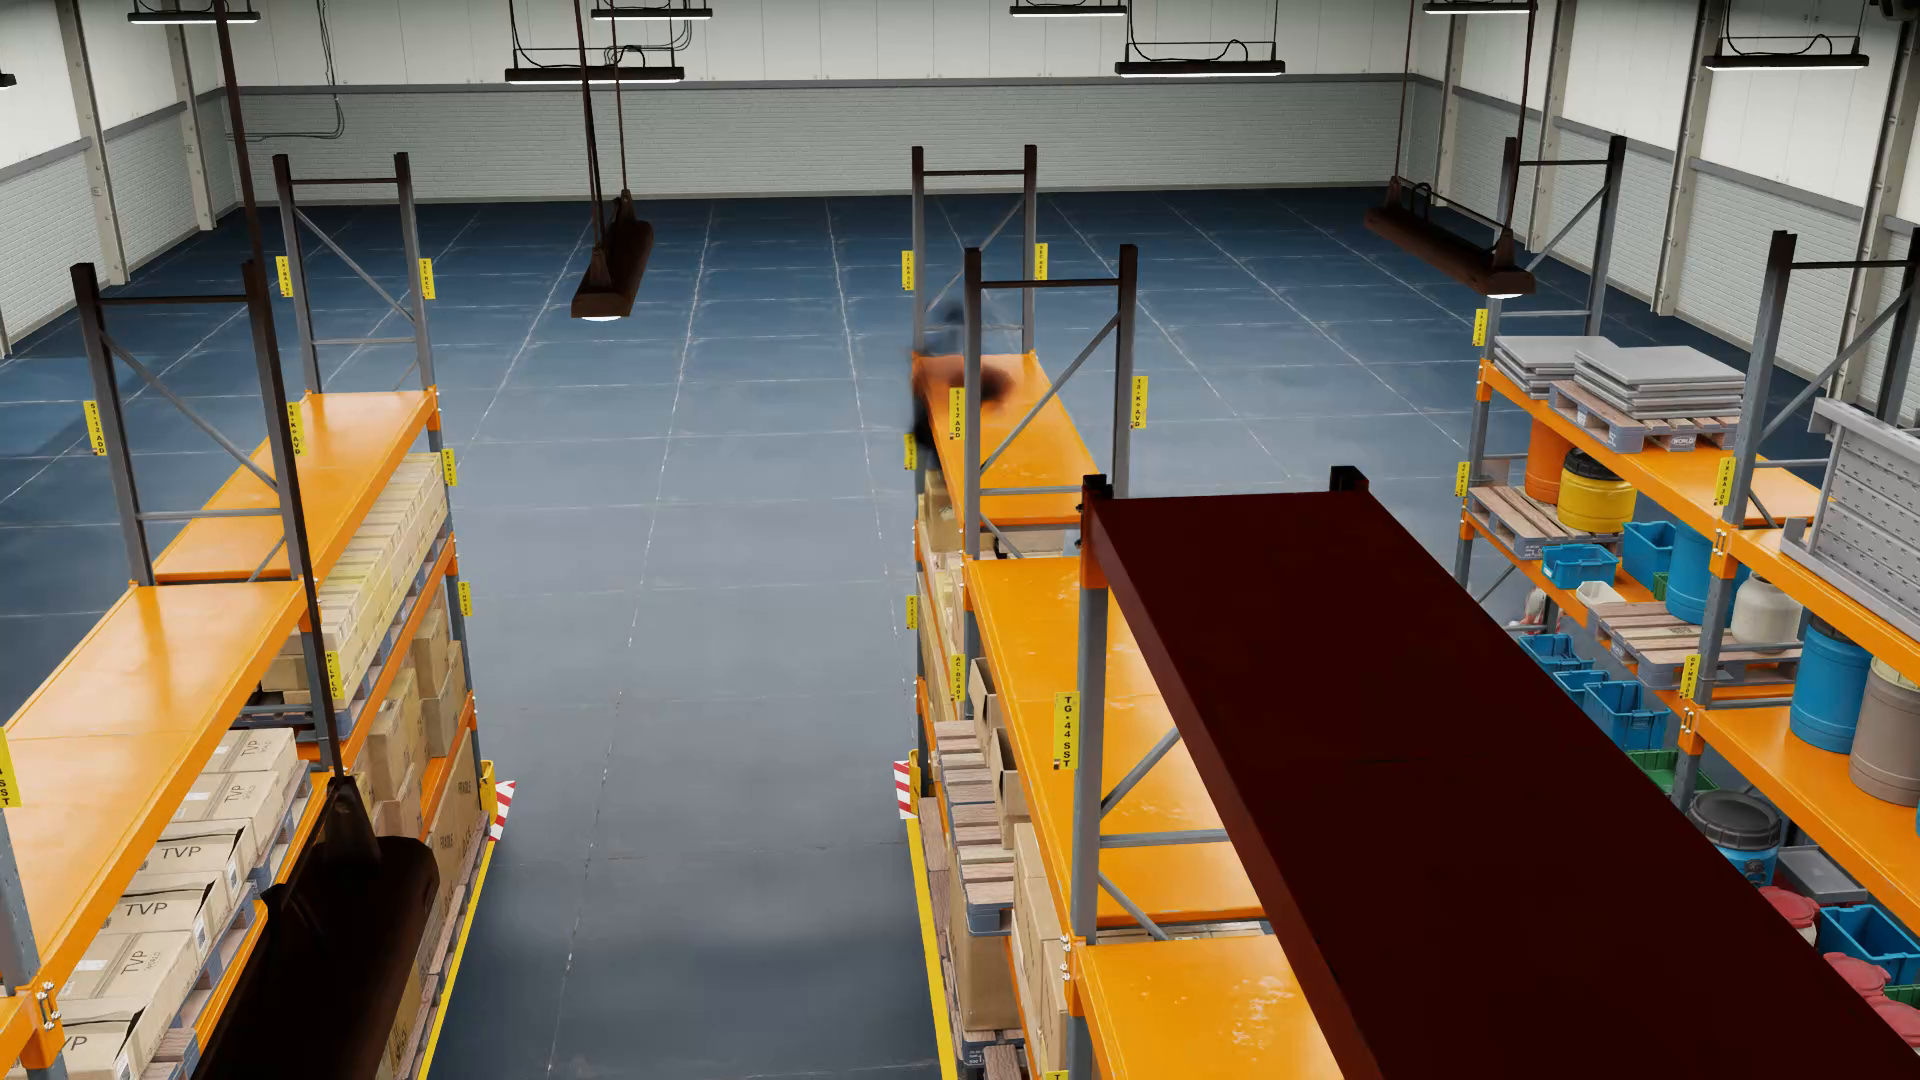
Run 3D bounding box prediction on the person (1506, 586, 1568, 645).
[{"bbox_3d":[5.896,0.946,16.924,0.718,1.745,0.639,-14,25,-31],"label":"person"}]
